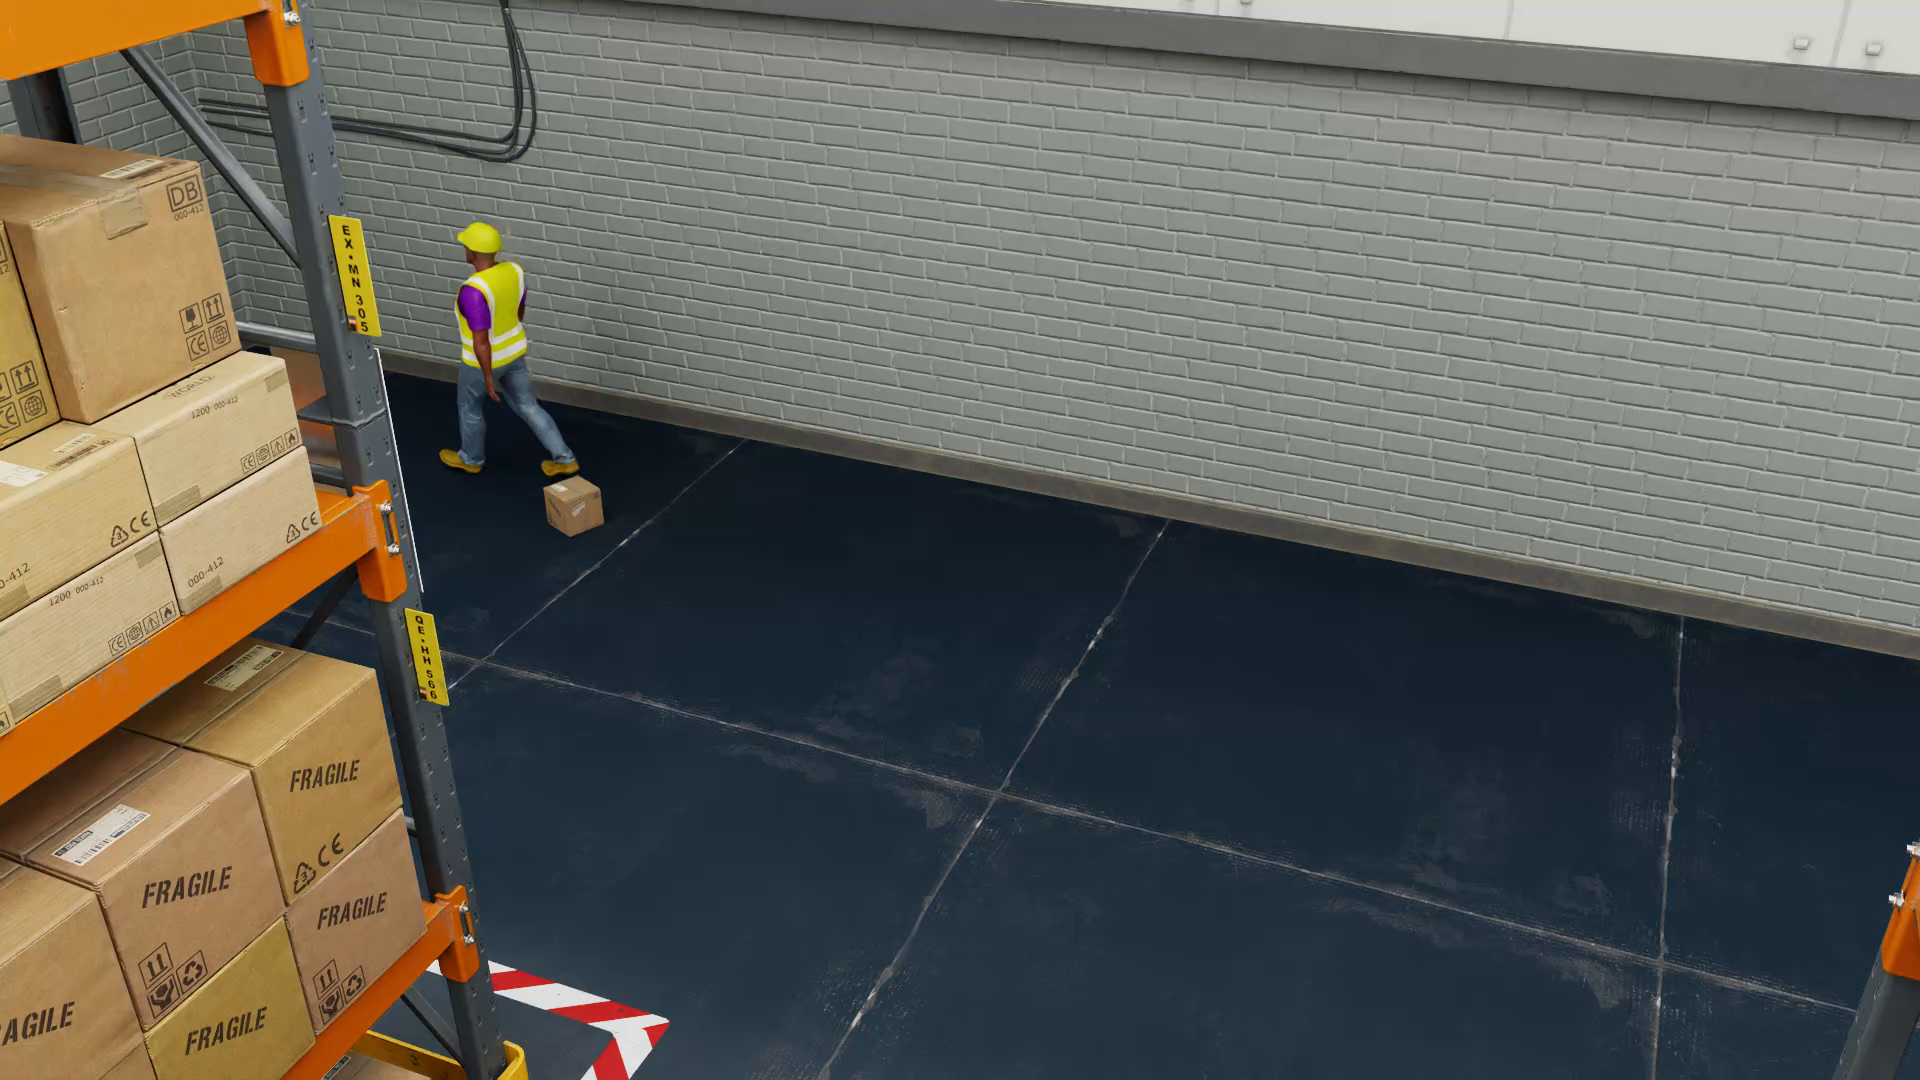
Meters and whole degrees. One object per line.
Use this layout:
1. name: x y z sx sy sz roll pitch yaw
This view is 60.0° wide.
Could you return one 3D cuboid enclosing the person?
1. person: -2.924 -1.178 10.476 1.021 1.729 0.570 16 33 26
